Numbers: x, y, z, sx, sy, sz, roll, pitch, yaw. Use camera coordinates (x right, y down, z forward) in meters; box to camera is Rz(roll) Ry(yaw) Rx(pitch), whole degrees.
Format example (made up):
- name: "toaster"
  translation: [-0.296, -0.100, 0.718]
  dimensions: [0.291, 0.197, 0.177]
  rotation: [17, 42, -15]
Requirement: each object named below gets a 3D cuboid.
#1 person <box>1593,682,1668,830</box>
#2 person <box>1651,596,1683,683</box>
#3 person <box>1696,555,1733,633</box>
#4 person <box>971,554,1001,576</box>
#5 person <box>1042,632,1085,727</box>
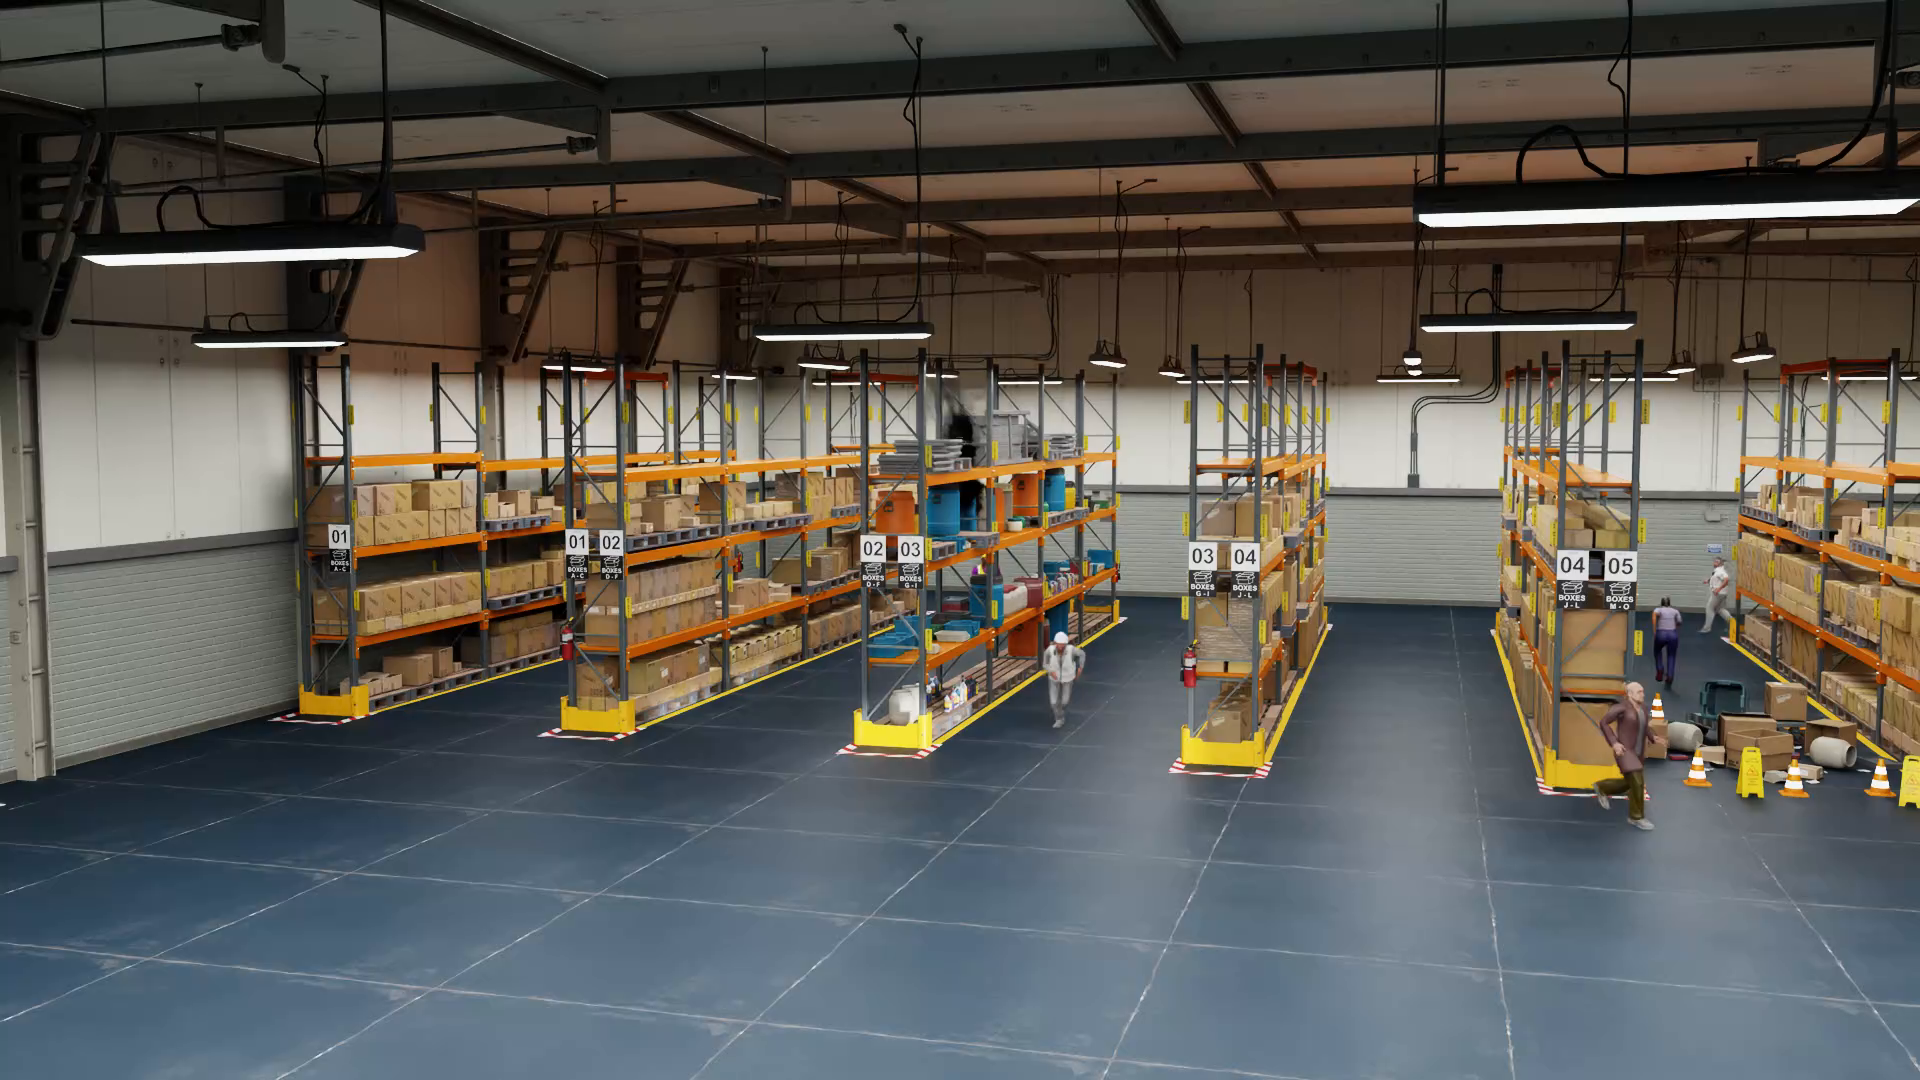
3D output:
- name: "person"
  translation: [8.141, 2.702, 20.415]
  dimensions: [0.689, 1.562, 0.955]
  rotation: [-3, 5, -31]
- name: "person"
  translation: [13.148, 1.879, 30.956]
  dimensions: [0.593, 1.625, 0.893]
  rotation: [1, 4, 17]
- name: "person"
  translation: [17.334, 1.253, 37.997]
  dimensions: [0.854, 1.807, 0.673]
  rotation: [3, 5, 33]
- name: "person"
  translation: [0.581, 1.175, 38.869]
  dimensions: [0.701, 1.754, 0.963]
  rotation: [1, 4, 8]
- name: "person"
  translation: [1.654, 2.196, 26.484]
  dimensions: [0.682, 1.524, 0.830]
  rotation: [0, 4, 4]
